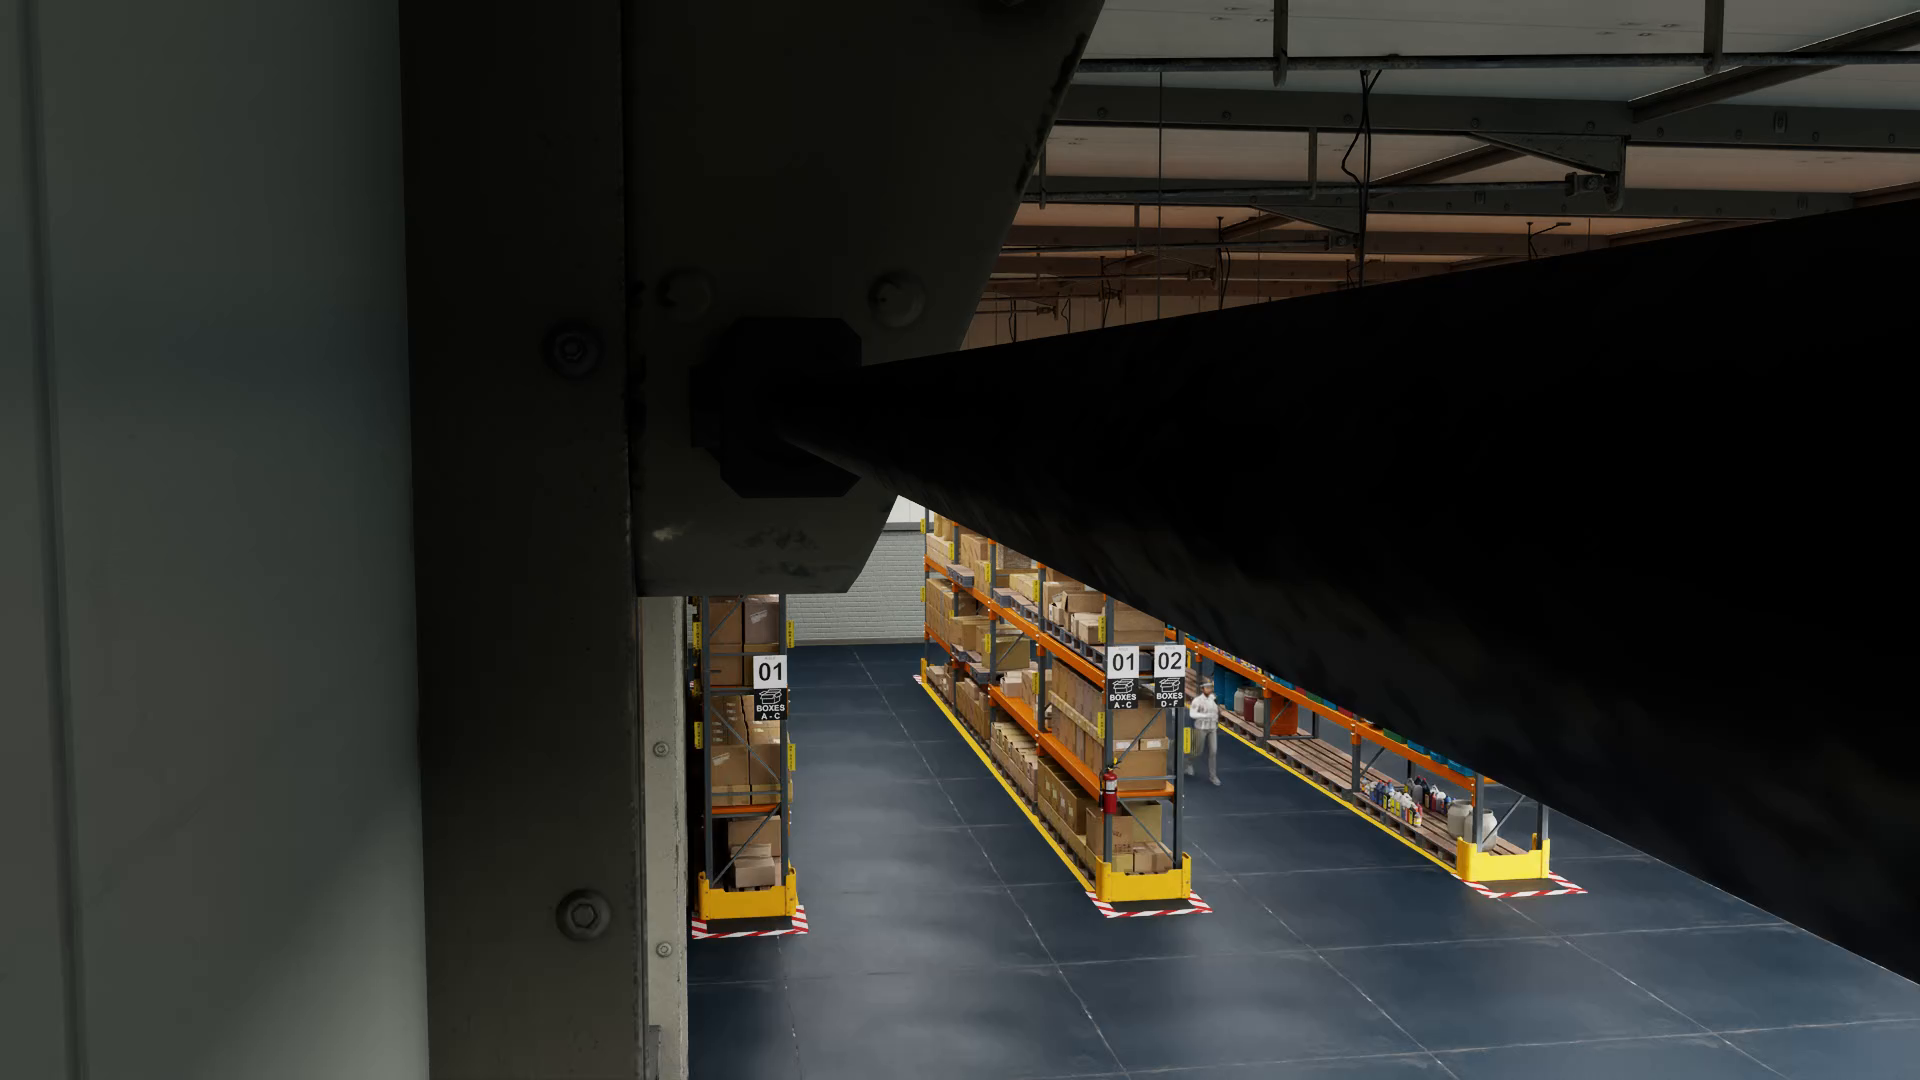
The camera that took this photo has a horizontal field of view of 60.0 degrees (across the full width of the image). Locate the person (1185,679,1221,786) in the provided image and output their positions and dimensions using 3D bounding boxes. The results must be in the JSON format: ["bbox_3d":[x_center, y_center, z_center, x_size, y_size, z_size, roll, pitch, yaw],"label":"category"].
[{"bbox_3d":[3.987,3.080,27.075,0.644,1.685,0.892,-2,6,-25],"label":"person"}]
